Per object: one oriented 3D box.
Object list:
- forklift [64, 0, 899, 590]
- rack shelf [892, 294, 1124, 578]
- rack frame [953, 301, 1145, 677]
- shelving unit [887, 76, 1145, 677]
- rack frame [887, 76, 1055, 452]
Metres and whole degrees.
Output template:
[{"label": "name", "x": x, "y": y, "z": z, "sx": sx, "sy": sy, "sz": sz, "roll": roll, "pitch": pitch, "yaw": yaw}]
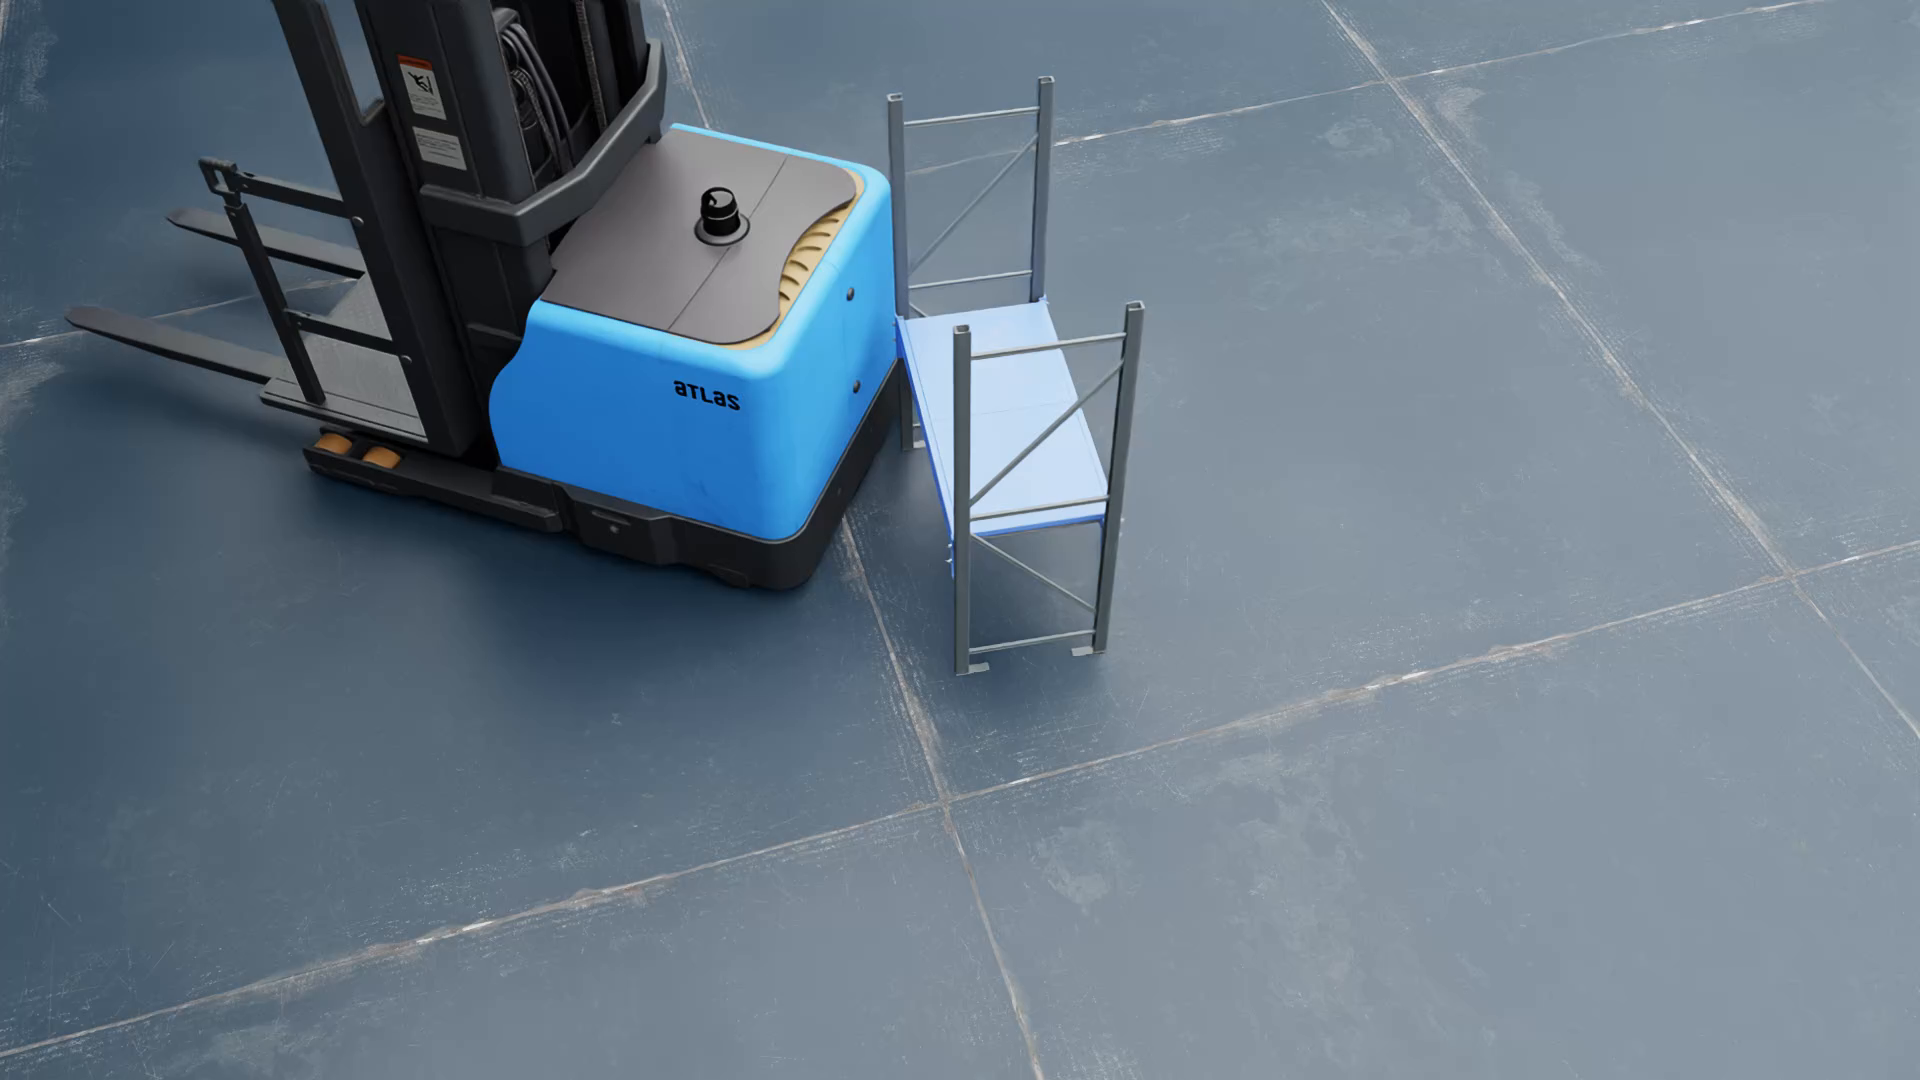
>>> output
[{"label": "forklift", "x": -1.783, "y": -1.478, "z": 5.079, "sx": 3.031, "sy": 2.935, "sz": 1.130, "roll": 15, "pitch": 52, "yaw": 13}, {"label": "rack shelf", "x": 0.132, "y": -0.355, "z": 5.303, "sx": 0.538, "sy": 0.185, "sz": 1.000, "roll": -9, "pitch": 50, "yaw": -7}, {"label": "rack frame", "x": 0.230, "y": -0.089, "z": 4.844, "sx": 0.500, "sy": 1.500, "sz": 0.032, "roll": -9, "pitch": 50, "yaw": -7}, {"label": "shelving unit", "x": 0.132, "y": -0.471, "z": 5.166, "sx": 0.538, "sy": 1.500, "sz": 1.048, "roll": -9, "pitch": 50, "yaw": -7}, {"label": "rack frame", "x": 0.033, "y": -0.852, "z": 5.487, "sx": 0.500, "sy": 1.500, "sz": 0.032, "roll": -9, "pitch": 50, "yaw": -7}]
